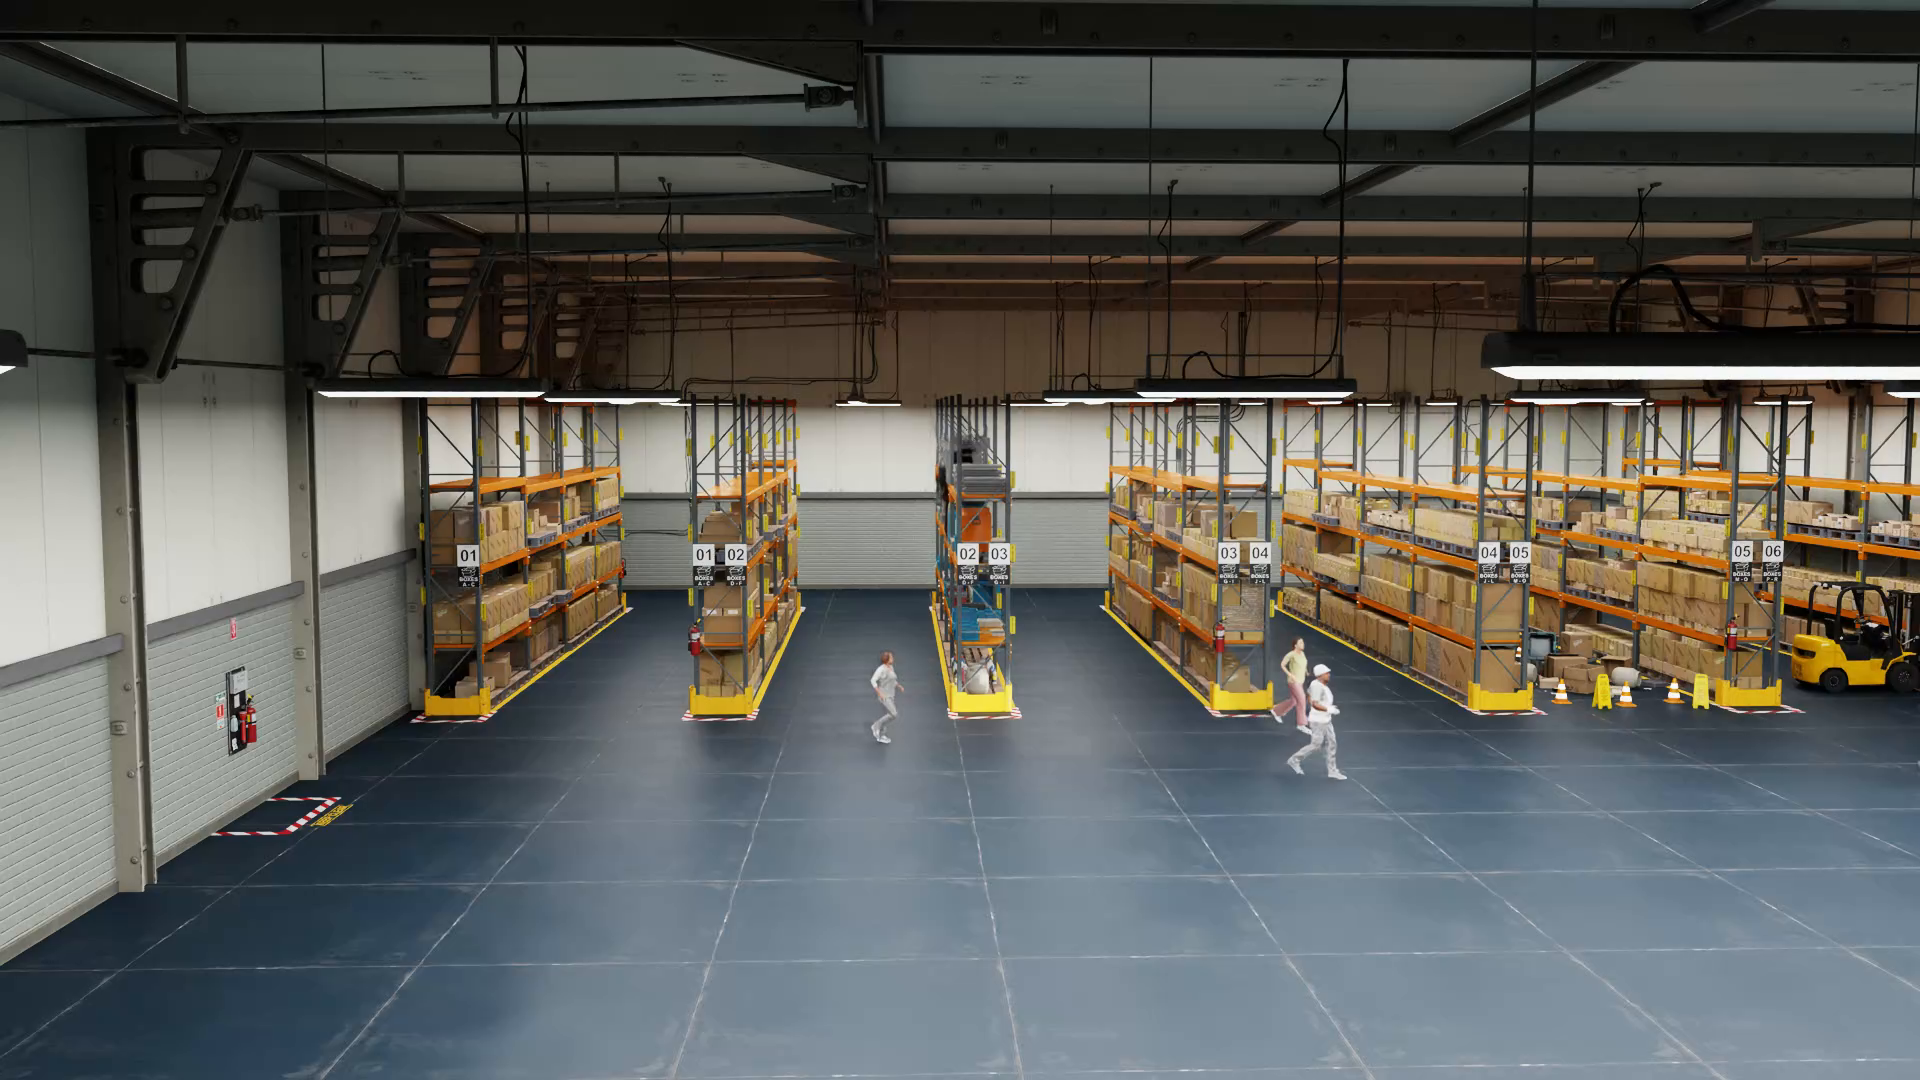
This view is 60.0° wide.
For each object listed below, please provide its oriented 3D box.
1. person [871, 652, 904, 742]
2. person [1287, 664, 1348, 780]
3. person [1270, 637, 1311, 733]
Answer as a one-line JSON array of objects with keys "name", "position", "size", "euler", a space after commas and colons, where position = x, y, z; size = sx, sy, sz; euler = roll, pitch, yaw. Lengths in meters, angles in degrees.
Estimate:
[{"name": "person", "position": [-1.241, 2.708, 28.571], "size": [0.529, 1.546, 0.547], "euler": [2, 5, 21]}, {"name": "person", "position": [5.537, 2.809, 25.697], "size": [0.922, 1.786, 0.677], "euler": [2, 5, 22]}, {"name": "person", "position": [5.950, 2.550, 29.688], "size": [0.850, 1.688, 0.590], "euler": [4, 6, 41]}]
